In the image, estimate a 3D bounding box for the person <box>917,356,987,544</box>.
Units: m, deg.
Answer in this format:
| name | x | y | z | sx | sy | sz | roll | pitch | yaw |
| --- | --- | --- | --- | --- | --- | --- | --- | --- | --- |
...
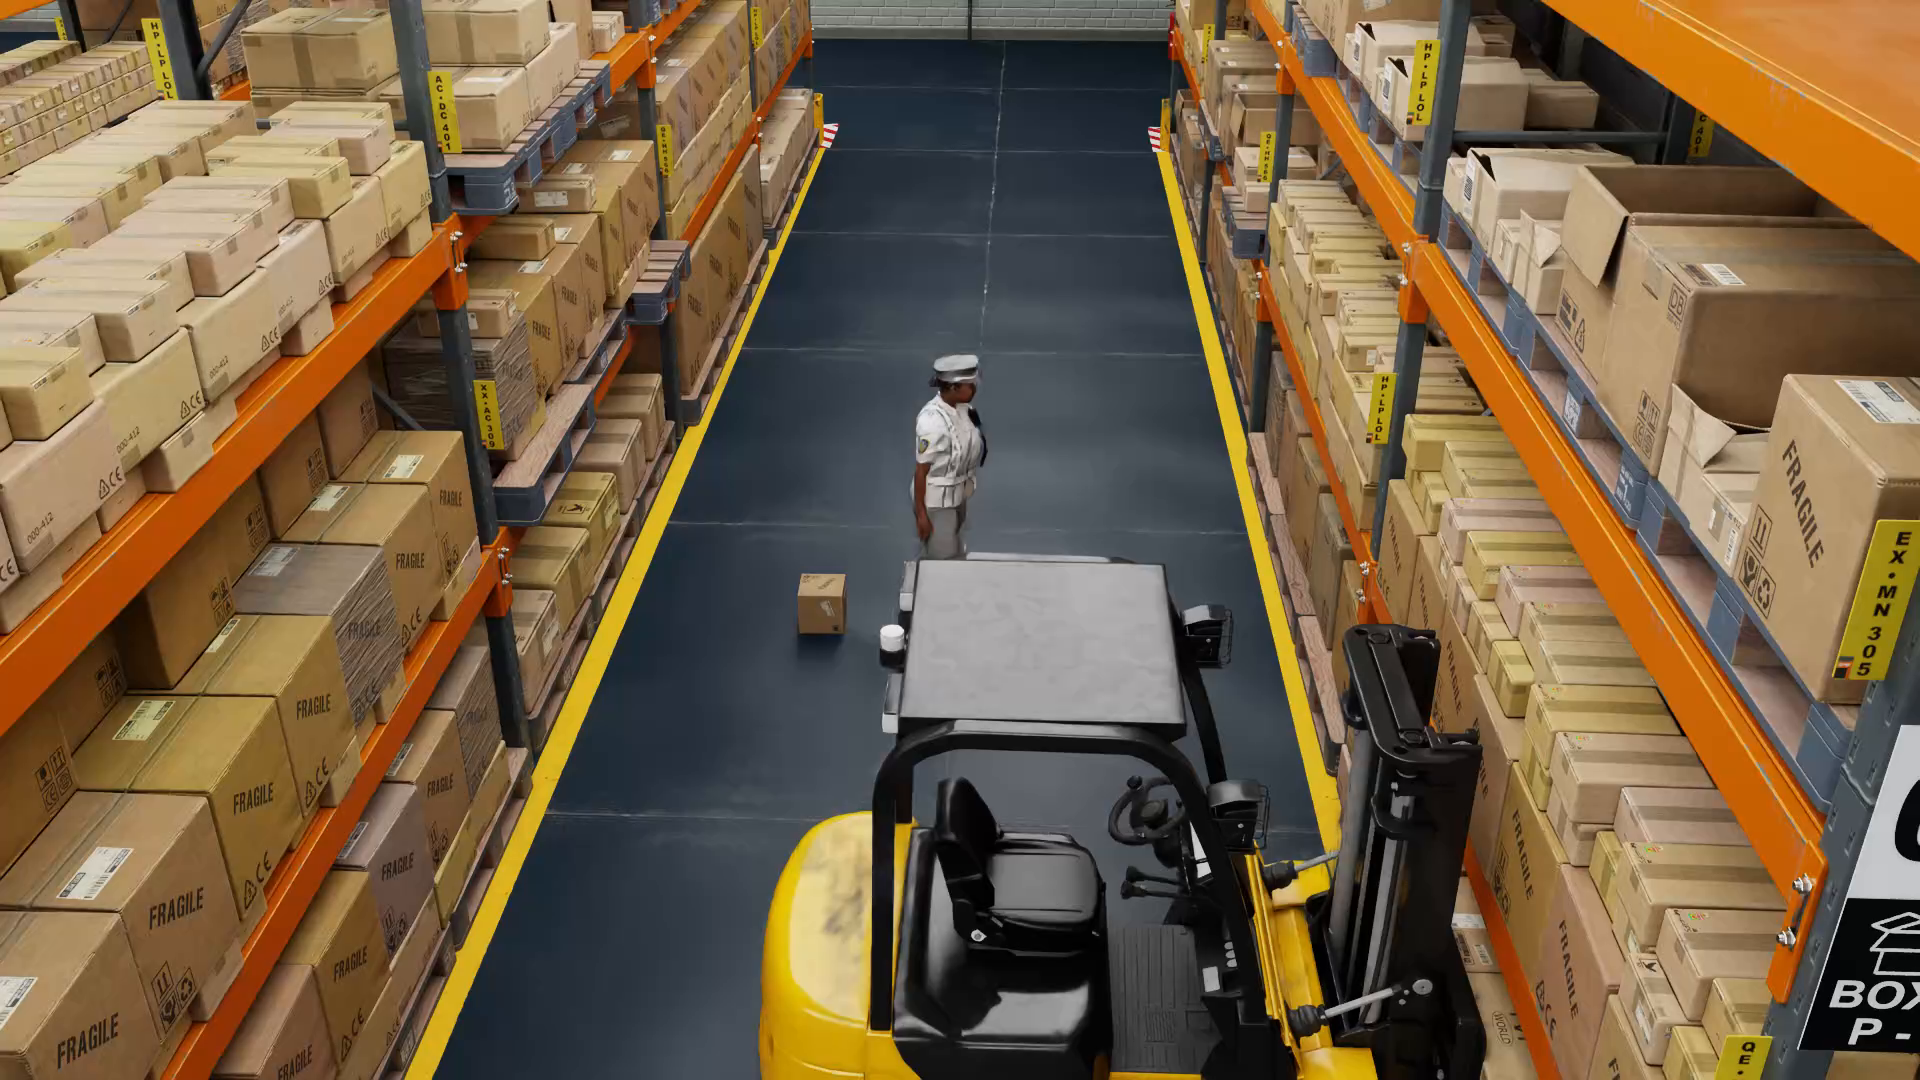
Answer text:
| name | x | y | z | sx | sy | sz | roll | pitch | yaw |
| --- | --- | --- | --- | --- | --- | --- | --- | --- | --- |
| person | -0.035 | -0.489 | 8.825 | 0.316 | 0.997 | 0.511 | 14 | 31 | 25 |
